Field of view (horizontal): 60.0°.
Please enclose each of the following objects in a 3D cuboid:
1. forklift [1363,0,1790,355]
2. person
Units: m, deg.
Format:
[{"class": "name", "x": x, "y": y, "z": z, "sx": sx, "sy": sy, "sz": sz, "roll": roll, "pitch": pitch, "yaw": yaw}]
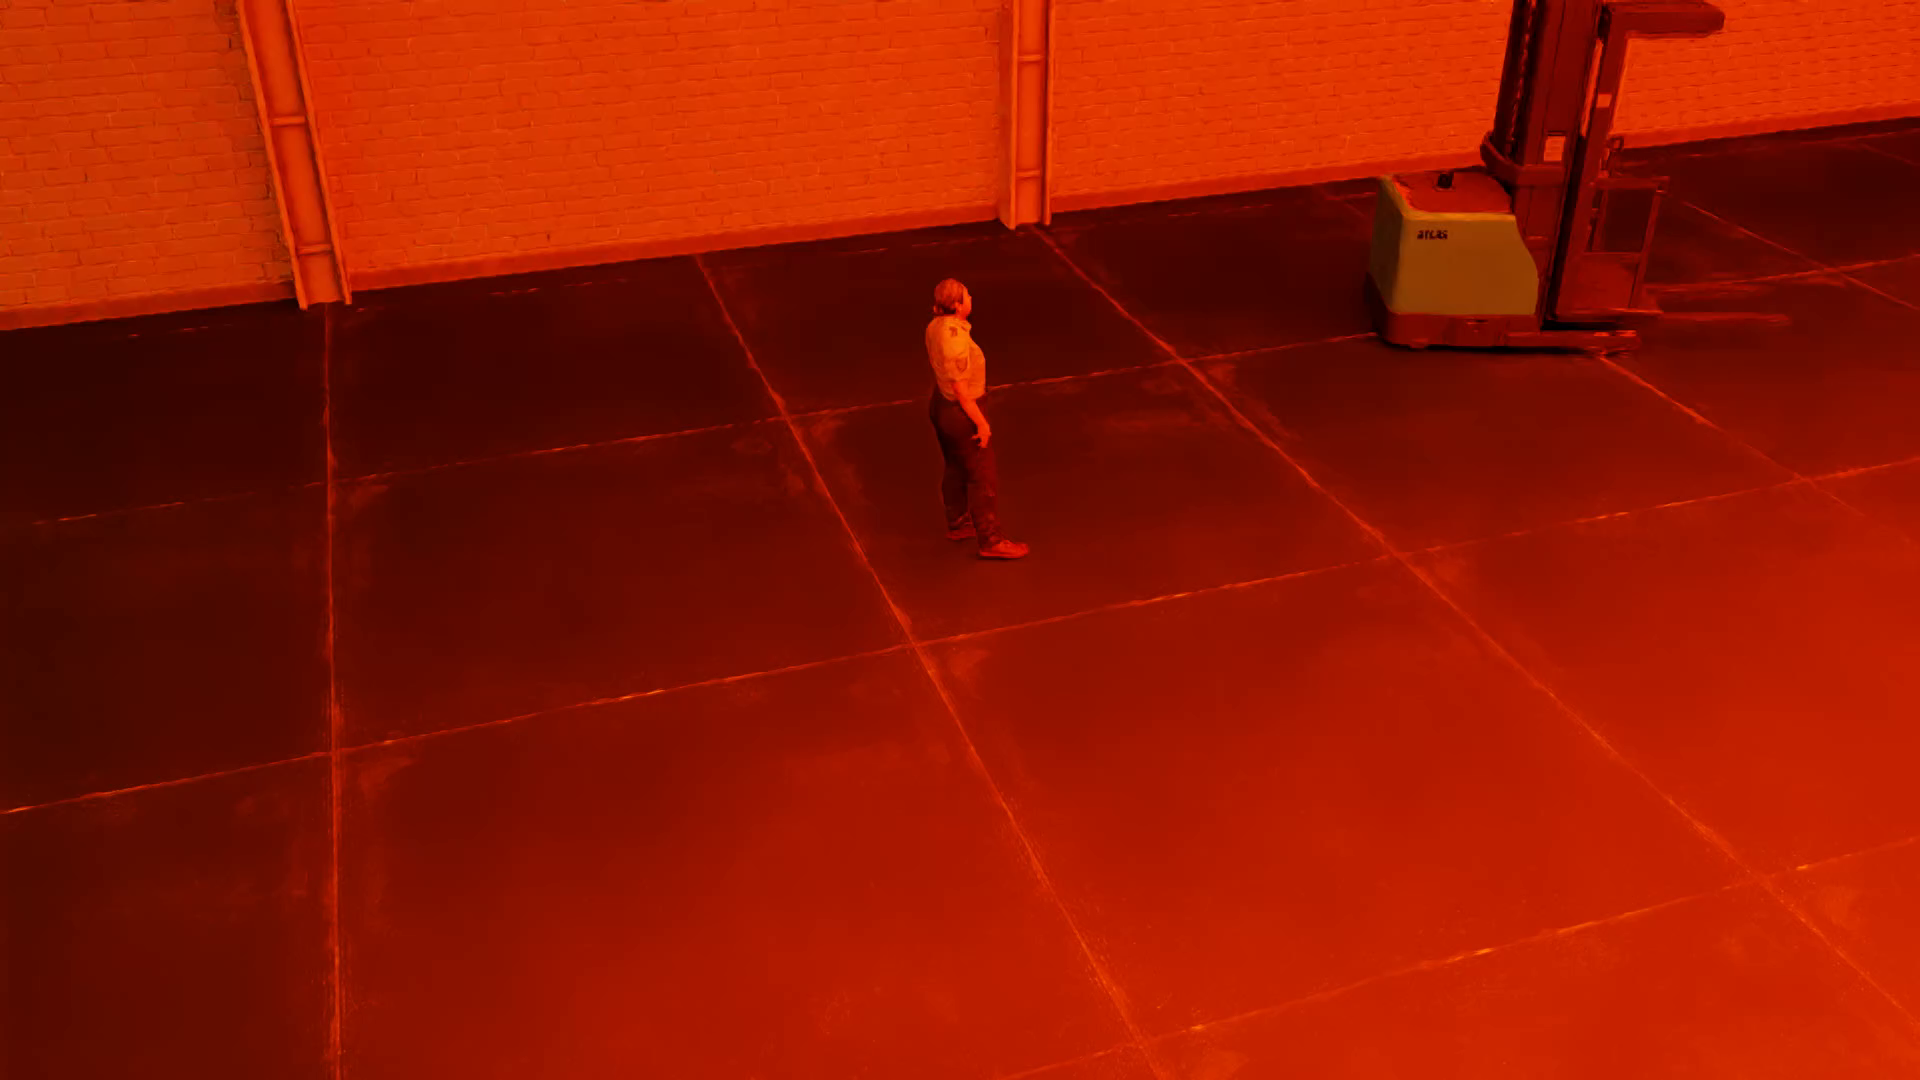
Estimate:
[{"class": "forklift", "x": 4.714, "y": -2.919, "z": 12.160, "sx": 3.031, "sy": 2.935, "sz": 1.130, "roll": 1, "pitch": 30, "yaw": 1}, {"class": "person", "x": 0.092, "y": -0.724, "z": 9.618, "sx": 0.502, "sy": 1.650, "sz": 0.599, "roll": -10, "pitch": 31, "yaw": -16}]
